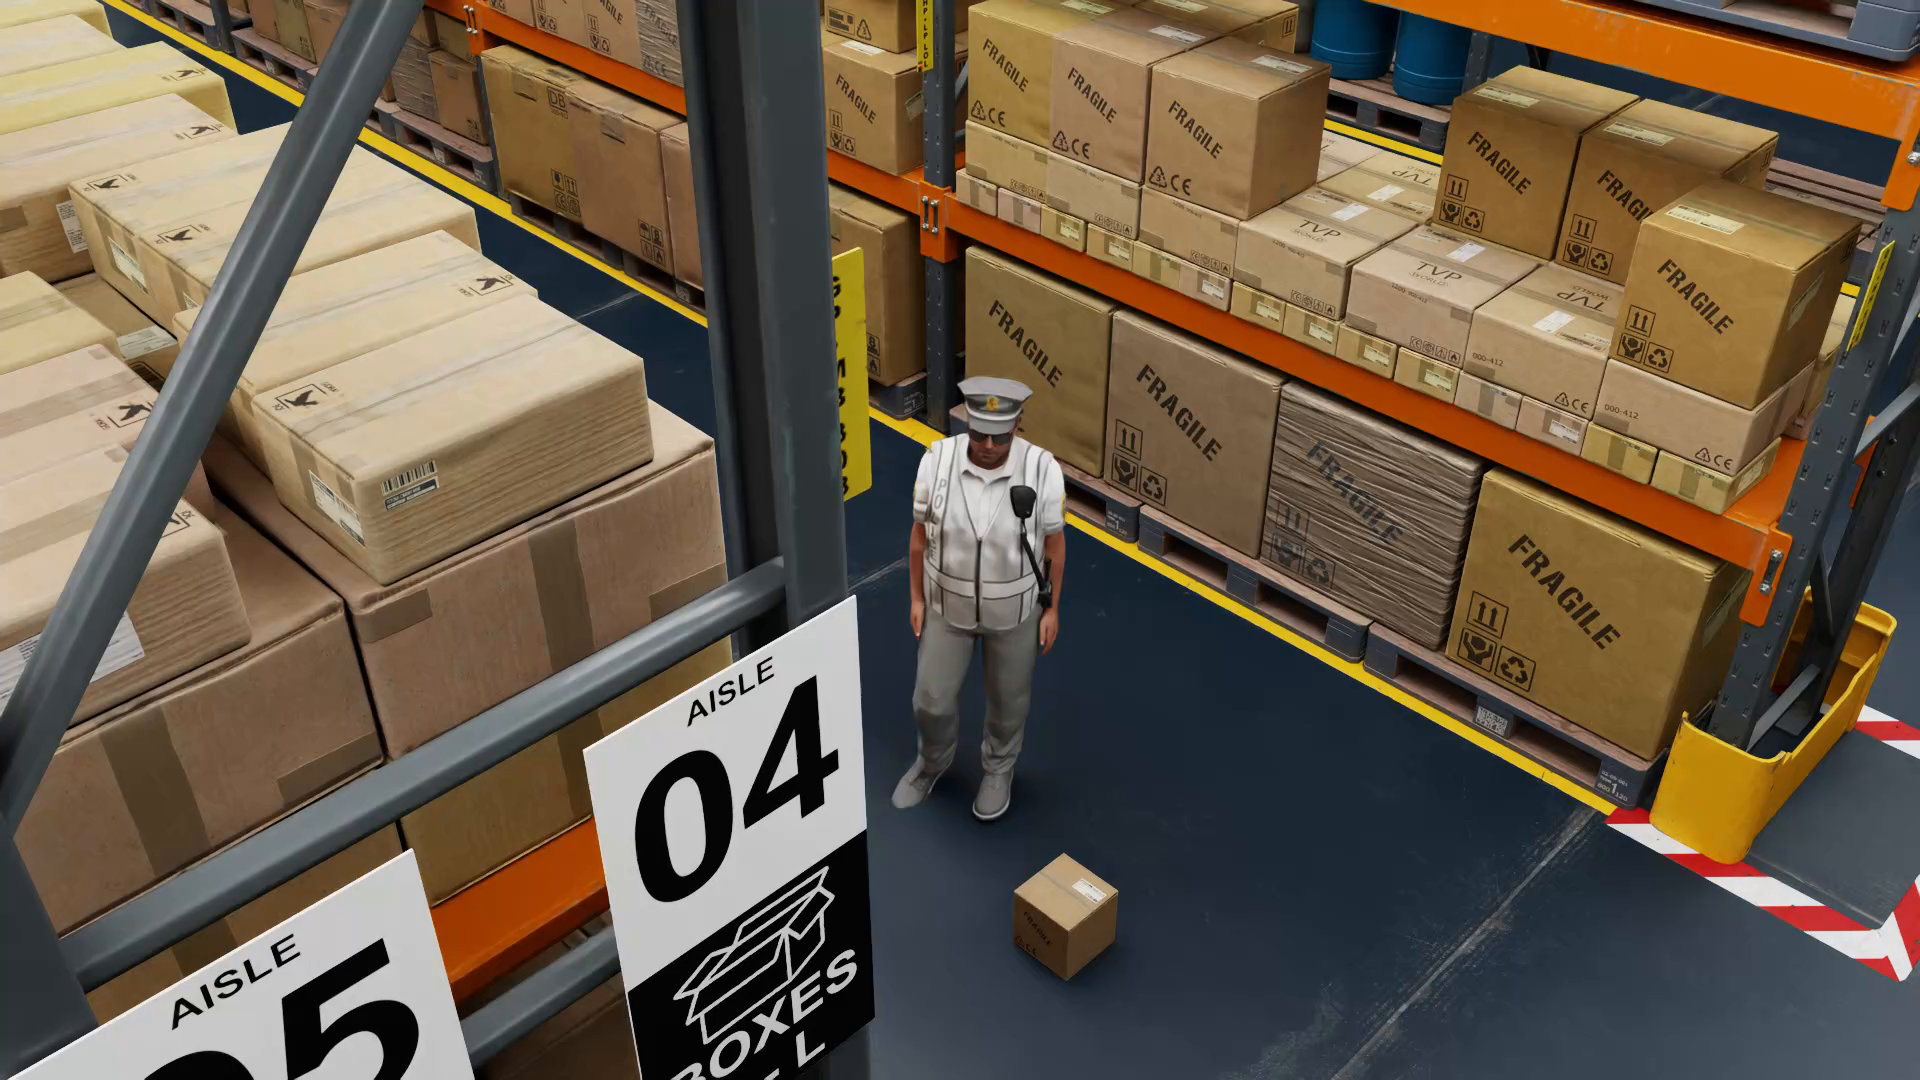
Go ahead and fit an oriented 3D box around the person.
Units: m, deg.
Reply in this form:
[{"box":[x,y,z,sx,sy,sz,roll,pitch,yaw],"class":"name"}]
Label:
[{"box":[0.053,0.237,5.828,0.613,1.815,0.404,4,35,6],"class":"person"}]
